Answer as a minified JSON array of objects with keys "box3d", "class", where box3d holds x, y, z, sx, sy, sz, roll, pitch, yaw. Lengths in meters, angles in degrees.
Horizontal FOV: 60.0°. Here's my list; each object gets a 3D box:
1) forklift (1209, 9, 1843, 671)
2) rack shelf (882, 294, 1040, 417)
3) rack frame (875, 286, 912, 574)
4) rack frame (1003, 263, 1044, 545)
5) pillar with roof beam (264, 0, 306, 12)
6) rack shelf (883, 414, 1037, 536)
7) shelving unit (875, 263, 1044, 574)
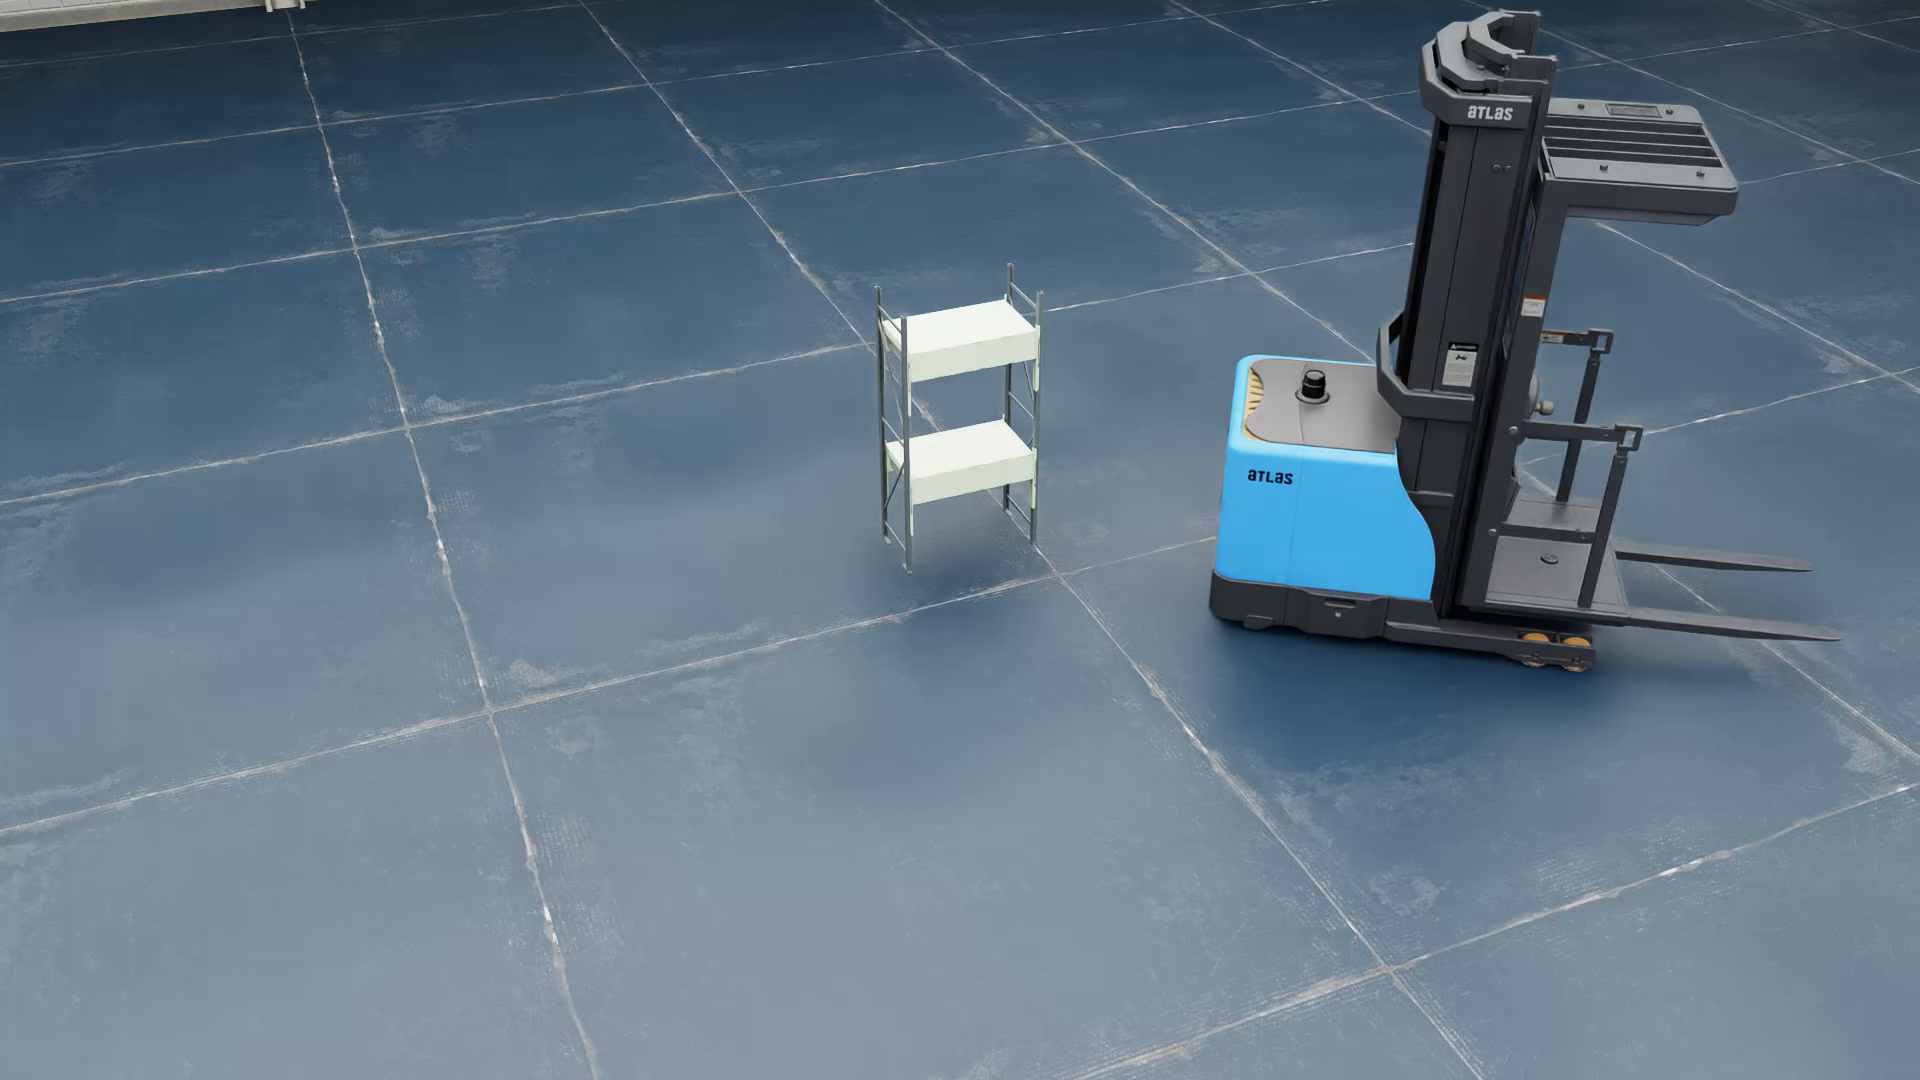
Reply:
[{"box3d":[2.842,-0.899,7.863,3.031,2.935,1.130,6,34,9],"class":"forklift"},{"box3d":[-0.006,-0.954,8.544,0.720,0.370,0.431,-13,35,-19],"class":"rack shelf"},{"box3d":[-0.344,-0.550,8.638,0.023,1.500,0.400,-13,35,-19],"class":"rack frame"},{"box3d":[0.331,-0.704,8.876,0.023,1.500,0.400,-13,35,-19],"class":"rack frame"},{"box3d":[-5.674,-7.416,12.314,0.400,9.000,9.100,-13,35,-19],"class":"pillar with roof beam"},{"box3d":[-0.006,-0.354,8.935,0.720,0.370,0.431,-13,35,-19],"class":"rack shelf"},{"box3d":[-0.006,-0.627,8.757,0.755,1.500,0.431,-13,35,-19],"class":"shelving unit"}]
